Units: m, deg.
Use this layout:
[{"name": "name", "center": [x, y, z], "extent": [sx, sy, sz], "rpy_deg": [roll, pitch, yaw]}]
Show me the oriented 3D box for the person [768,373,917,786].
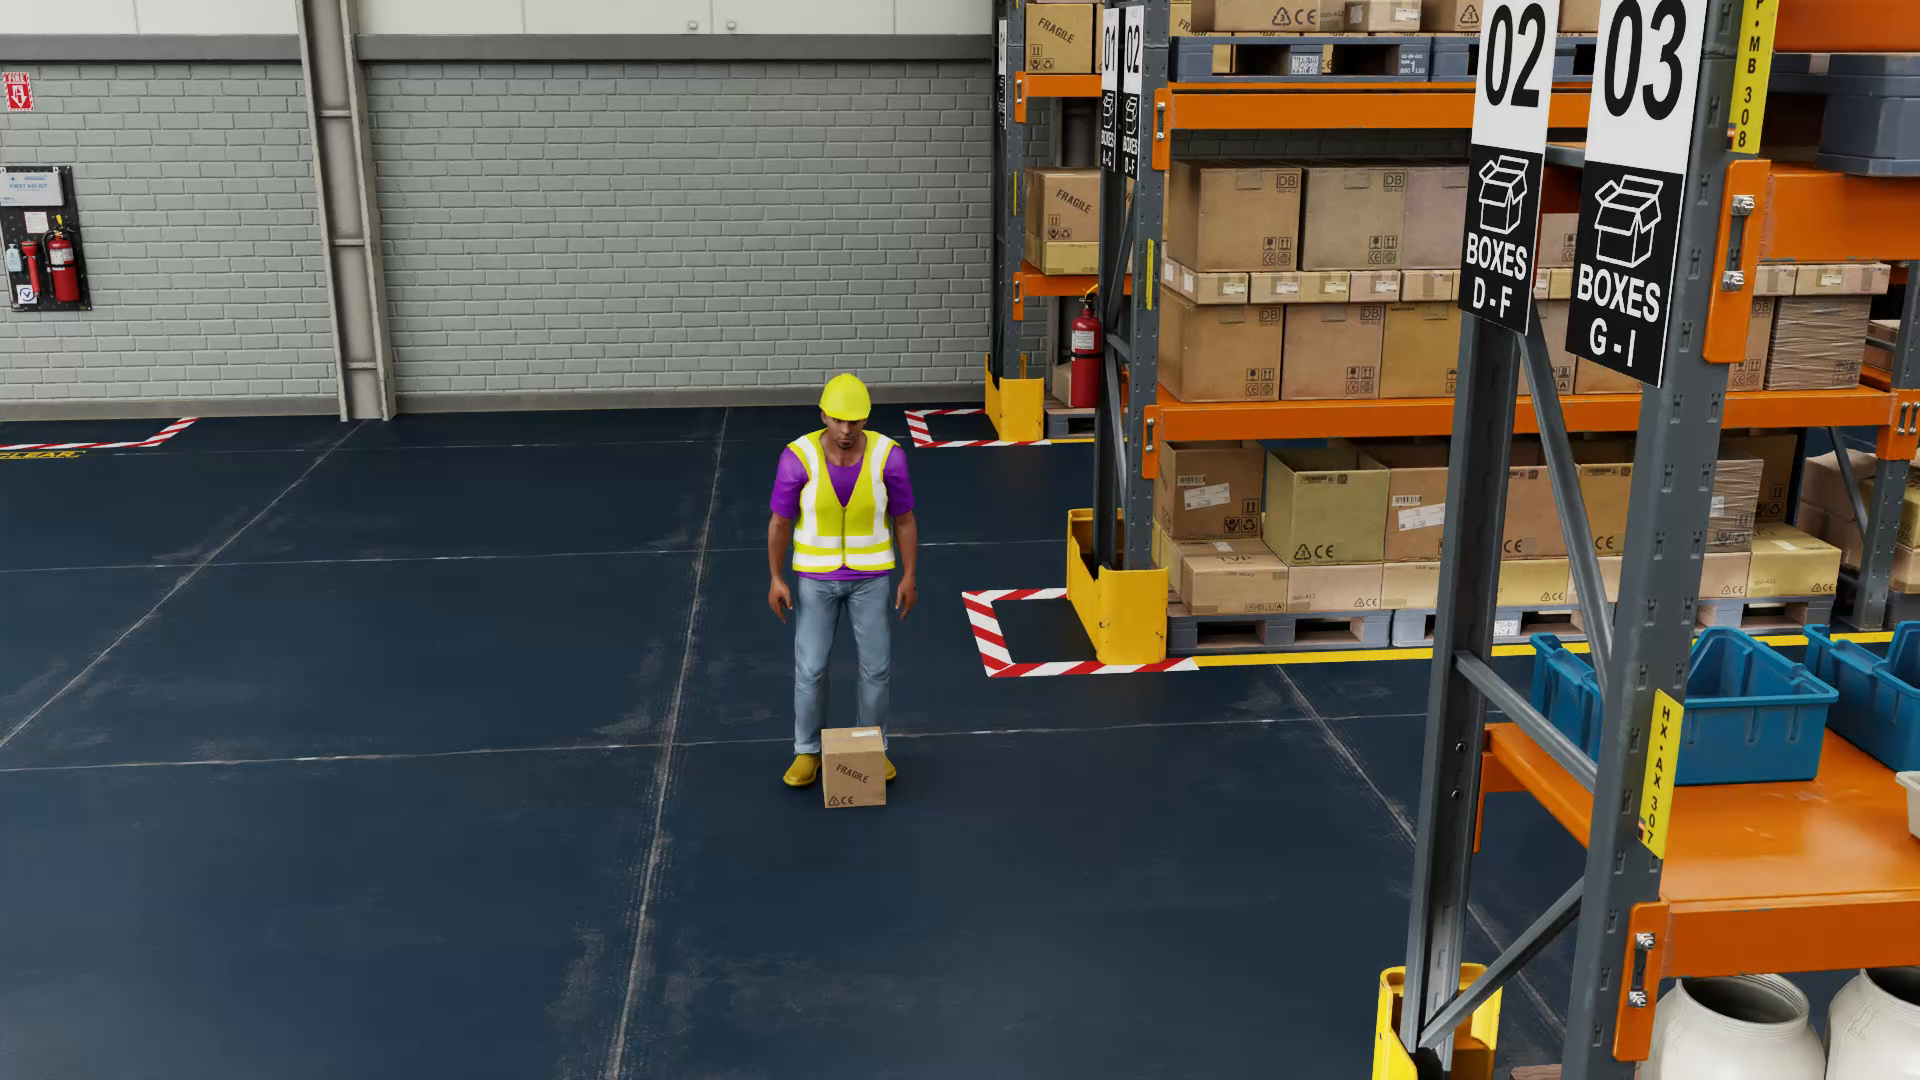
[{"name": "person", "center": [-0.488, 0.163, 6.963], "extent": [0.627, 1.760, 0.460], "rpy_deg": [-2, 17, -5]}]
